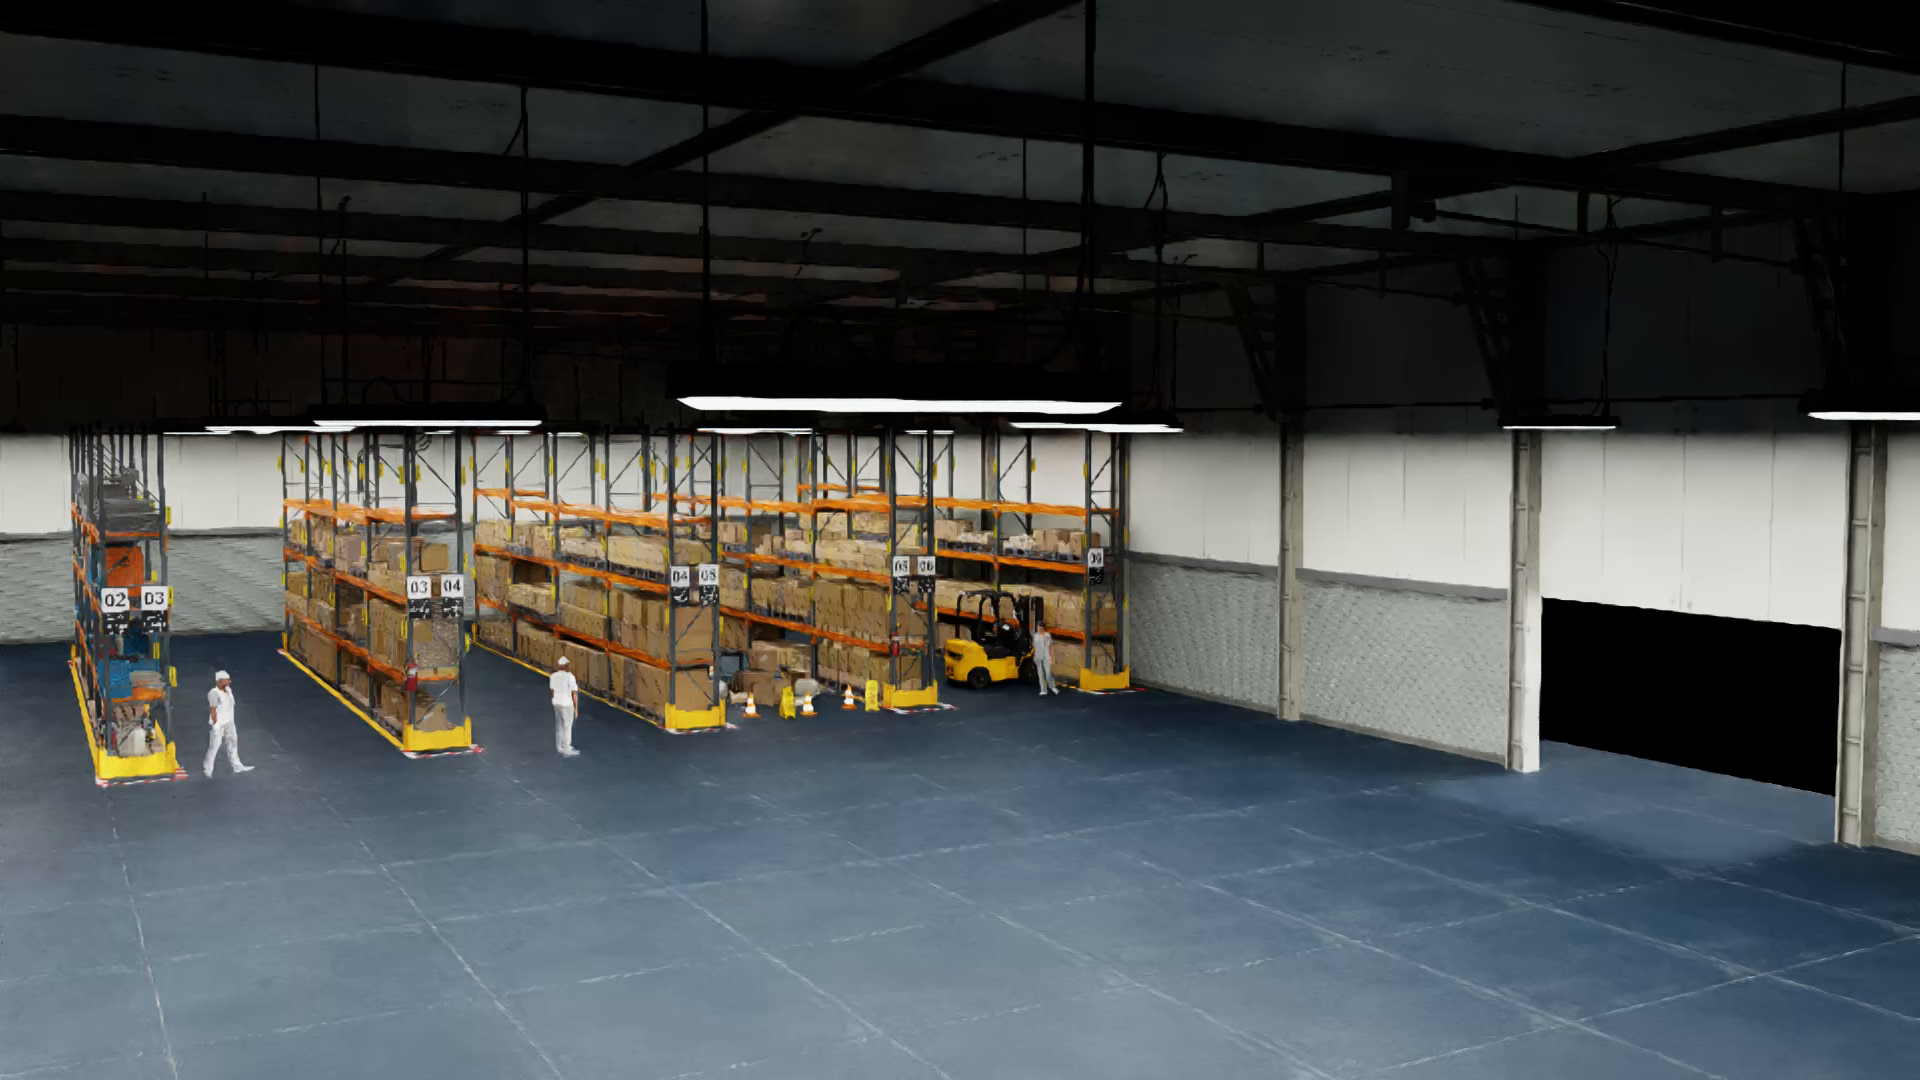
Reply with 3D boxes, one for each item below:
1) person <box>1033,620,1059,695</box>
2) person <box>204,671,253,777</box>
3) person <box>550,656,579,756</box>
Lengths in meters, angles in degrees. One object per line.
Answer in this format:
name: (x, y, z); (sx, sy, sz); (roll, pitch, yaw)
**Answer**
person: (1.883, 2.605, 36.777); (0.596, 1.668, 0.428); (2, 4, 25)
person: (-12.427, 3.082, 28.101); (0.575, 1.775, 0.738); (1, 4, 8)
person: (-7.097, 2.969, 29.975); (0.632, 1.768, 0.453); (2, 4, 32)
